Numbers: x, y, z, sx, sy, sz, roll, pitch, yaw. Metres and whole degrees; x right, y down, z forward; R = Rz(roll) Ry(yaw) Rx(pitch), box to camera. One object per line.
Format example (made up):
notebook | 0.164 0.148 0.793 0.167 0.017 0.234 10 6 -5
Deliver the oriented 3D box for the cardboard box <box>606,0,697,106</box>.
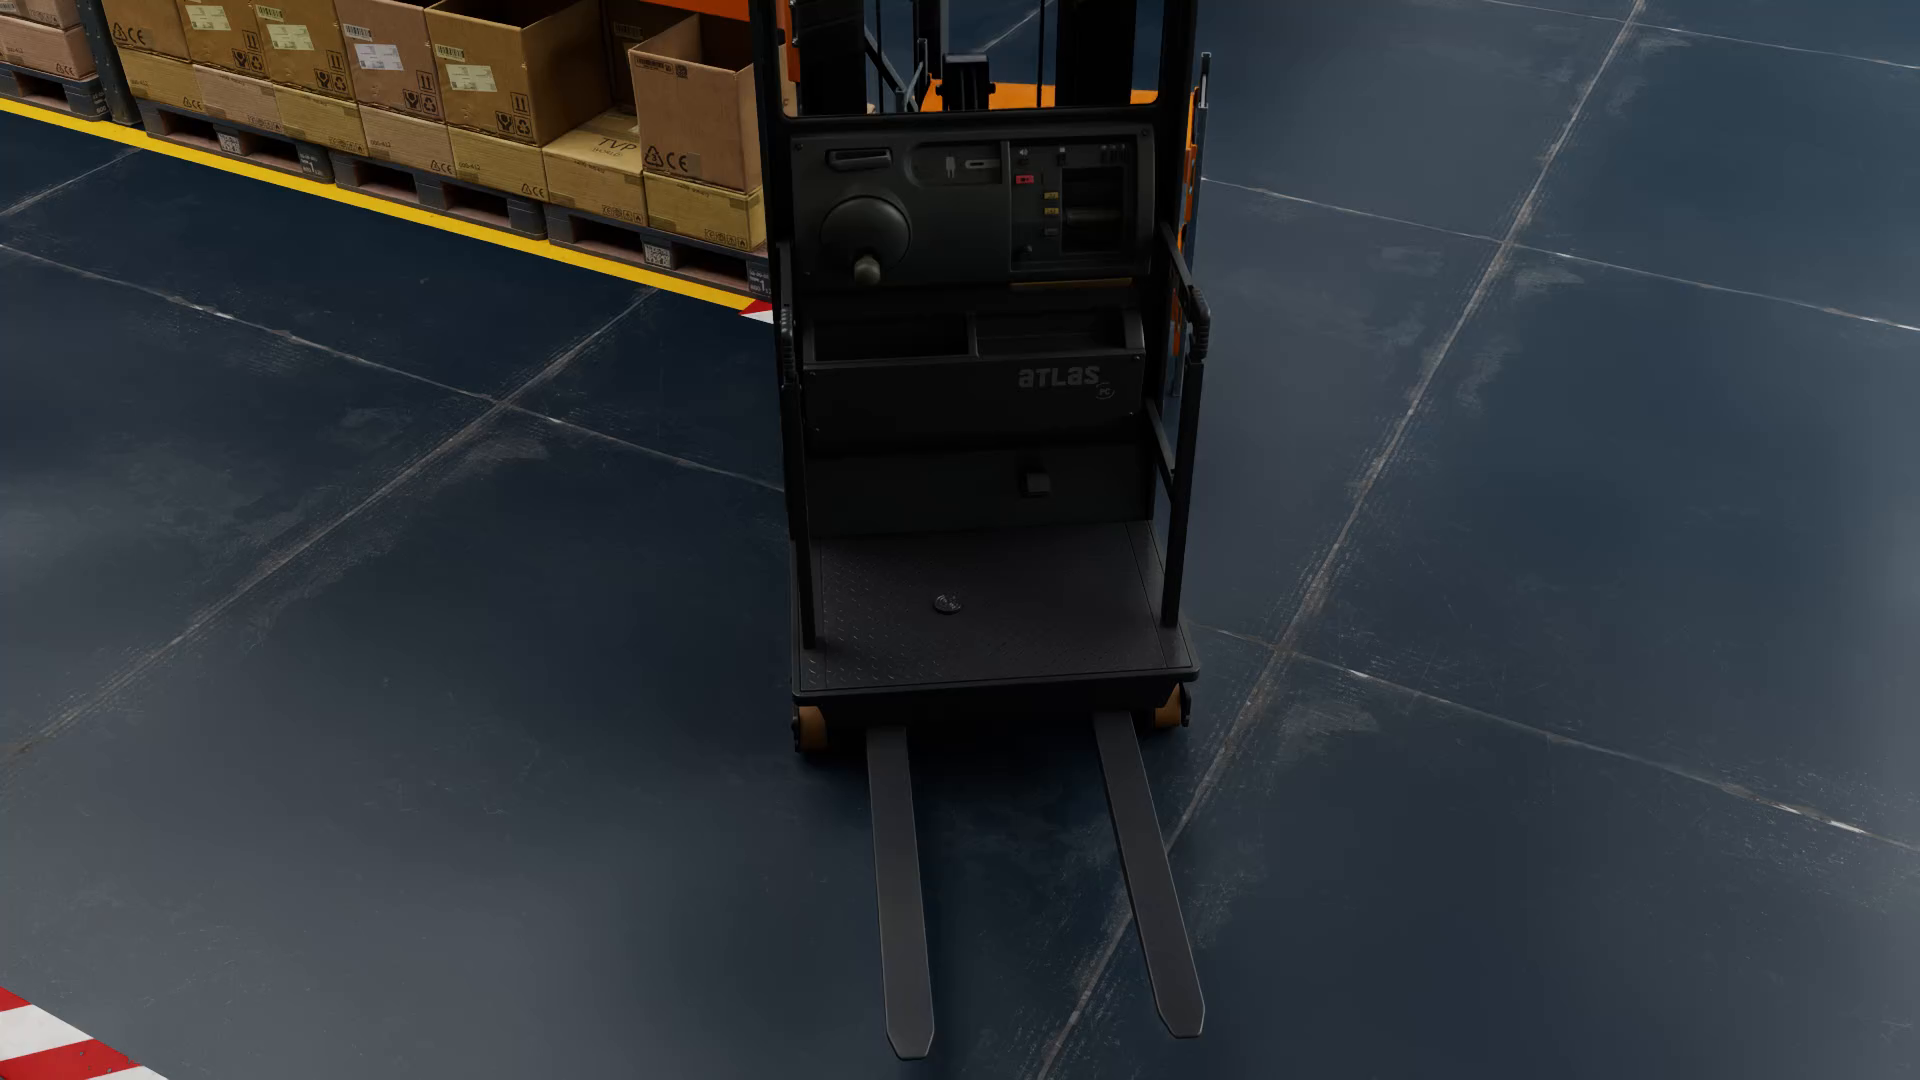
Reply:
cardboard box | -1.146 -2.160 7.149 0.500 0.500 0.500 17 41 21

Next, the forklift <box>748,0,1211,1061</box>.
forklift | 0.059 -0.789 4.092 1.130 2.935 3.031 -3 37 -4

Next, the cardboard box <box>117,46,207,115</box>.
cardboard box | -3.607 -2.276 7.921 0.500 0.250 0.500 17 41 21

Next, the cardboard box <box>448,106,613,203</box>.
cardboard box | -1.833 -1.716 7.184 0.500 0.250 0.500 17 41 21

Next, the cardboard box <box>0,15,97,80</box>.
cardboard box | -4.380 -2.527 8.252 0.500 0.250 0.500 17 40 21

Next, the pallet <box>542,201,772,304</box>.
pallet | -1.025 -1.463 7.229 1.213 0.211 1.003 17 41 21

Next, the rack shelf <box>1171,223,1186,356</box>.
rack shelf | 0.335 -0.978 6.239 1.000 0.278 0.538 5 37 6

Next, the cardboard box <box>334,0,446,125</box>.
cardboard box | -2.278 -2.153 7.139 0.500 0.500 0.500 17 41 21

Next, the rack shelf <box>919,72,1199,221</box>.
rack shelf | 0.335 -1.406 5.914 1.000 0.278 0.538 5 37 6

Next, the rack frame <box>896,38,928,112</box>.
rack frame | -0.168 -1.215 6.147 0.032 1.125 0.500 5 37 6

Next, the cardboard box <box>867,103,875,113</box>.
cardboard box | -0.701 -1.724 7.194 0.500 0.250 0.500 17 41 21

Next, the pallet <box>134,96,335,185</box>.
pallet | -3.192 -2.141 8.123 1.213 0.211 1.003 17 41 21

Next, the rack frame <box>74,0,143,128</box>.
rack frame | -3.879 -3.495 7.601 0.127 3.000 1.000 17 41 21

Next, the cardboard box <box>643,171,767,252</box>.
cardboard box | -0.939 -1.446 6.827 0.500 0.250 0.500 17 41 21

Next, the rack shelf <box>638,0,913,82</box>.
rack shelf | -2.103 -2.653 7.086 4.000 0.370 1.077 17 41 21

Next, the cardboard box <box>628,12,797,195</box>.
cardboard box | -0.940 -1.743 6.599 0.500 0.500 0.500 17 41 21

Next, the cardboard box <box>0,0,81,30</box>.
cardboard box | -4.370 -2.749 8.081 0.500 0.311 0.500 17 41 21

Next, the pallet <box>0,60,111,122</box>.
pallet | -4.551 -2.569 8.686 1.213 0.211 1.003 17 41 21

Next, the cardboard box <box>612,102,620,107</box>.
cardboard box | -1.590 -2.000 7.558 0.500 0.250 0.500 17 41 21

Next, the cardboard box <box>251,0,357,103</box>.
cardboard box | -2.723 -2.291 7.321 0.500 0.500 0.500 17 41 21

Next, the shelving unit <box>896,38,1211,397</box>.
shelving unit | 0.335 -1.173 6.091 1.048 1.125 0.538 5 37 6

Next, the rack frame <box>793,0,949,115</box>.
rack frame | -0.327 -2.383 6.135 0.127 3.000 1.000 17 41 21

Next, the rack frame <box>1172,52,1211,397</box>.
rack frame | 0.839 -1.130 6.035 0.032 1.125 0.500 5 37 6

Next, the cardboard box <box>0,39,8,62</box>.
cardboard box | -4.829 -2.669 8.438 0.500 0.250 0.500 17 40 21

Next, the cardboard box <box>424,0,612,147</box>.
cardboard box | -1.835 -2.013 6.955 0.500 0.500 0.500 17 41 21

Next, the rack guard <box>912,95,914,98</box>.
rack guard | -0.306 -1.381 6.882 0.348 0.500 1.175 17 41 21

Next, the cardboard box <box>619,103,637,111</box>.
cardboard box | -1.147 -1.861 7.374 0.500 0.250 0.500 17 41 21

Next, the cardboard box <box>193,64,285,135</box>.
cardboard box | -3.165 -2.134 7.734 0.500 0.250 0.500 17 41 21

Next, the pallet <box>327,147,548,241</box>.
pallet | -2.105 -1.803 7.677 1.213 0.211 1.003 17 41 21

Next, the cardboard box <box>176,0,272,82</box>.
cardboard box | -3.164 -2.434 7.509 0.500 0.500 0.500 17 41 21

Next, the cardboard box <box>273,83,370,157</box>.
cardboard box | -2.723 -1.992 7.547 0.500 0.250 0.500 17 41 21

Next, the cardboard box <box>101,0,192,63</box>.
cardboard box | -3.611 -2.569 7.687 0.500 0.500 0.500 17 41 21

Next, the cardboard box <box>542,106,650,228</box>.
cardboard box | -1.389 -1.578 7.002 0.500 0.250 0.500 17 41 21

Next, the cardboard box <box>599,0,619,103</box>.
cardboard box | -1.596 -2.293 7.323 0.500 0.500 0.500 17 41 21

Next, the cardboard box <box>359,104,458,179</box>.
cardboard box | -2.277 -1.856 7.368 0.500 0.250 0.500 17 41 21
